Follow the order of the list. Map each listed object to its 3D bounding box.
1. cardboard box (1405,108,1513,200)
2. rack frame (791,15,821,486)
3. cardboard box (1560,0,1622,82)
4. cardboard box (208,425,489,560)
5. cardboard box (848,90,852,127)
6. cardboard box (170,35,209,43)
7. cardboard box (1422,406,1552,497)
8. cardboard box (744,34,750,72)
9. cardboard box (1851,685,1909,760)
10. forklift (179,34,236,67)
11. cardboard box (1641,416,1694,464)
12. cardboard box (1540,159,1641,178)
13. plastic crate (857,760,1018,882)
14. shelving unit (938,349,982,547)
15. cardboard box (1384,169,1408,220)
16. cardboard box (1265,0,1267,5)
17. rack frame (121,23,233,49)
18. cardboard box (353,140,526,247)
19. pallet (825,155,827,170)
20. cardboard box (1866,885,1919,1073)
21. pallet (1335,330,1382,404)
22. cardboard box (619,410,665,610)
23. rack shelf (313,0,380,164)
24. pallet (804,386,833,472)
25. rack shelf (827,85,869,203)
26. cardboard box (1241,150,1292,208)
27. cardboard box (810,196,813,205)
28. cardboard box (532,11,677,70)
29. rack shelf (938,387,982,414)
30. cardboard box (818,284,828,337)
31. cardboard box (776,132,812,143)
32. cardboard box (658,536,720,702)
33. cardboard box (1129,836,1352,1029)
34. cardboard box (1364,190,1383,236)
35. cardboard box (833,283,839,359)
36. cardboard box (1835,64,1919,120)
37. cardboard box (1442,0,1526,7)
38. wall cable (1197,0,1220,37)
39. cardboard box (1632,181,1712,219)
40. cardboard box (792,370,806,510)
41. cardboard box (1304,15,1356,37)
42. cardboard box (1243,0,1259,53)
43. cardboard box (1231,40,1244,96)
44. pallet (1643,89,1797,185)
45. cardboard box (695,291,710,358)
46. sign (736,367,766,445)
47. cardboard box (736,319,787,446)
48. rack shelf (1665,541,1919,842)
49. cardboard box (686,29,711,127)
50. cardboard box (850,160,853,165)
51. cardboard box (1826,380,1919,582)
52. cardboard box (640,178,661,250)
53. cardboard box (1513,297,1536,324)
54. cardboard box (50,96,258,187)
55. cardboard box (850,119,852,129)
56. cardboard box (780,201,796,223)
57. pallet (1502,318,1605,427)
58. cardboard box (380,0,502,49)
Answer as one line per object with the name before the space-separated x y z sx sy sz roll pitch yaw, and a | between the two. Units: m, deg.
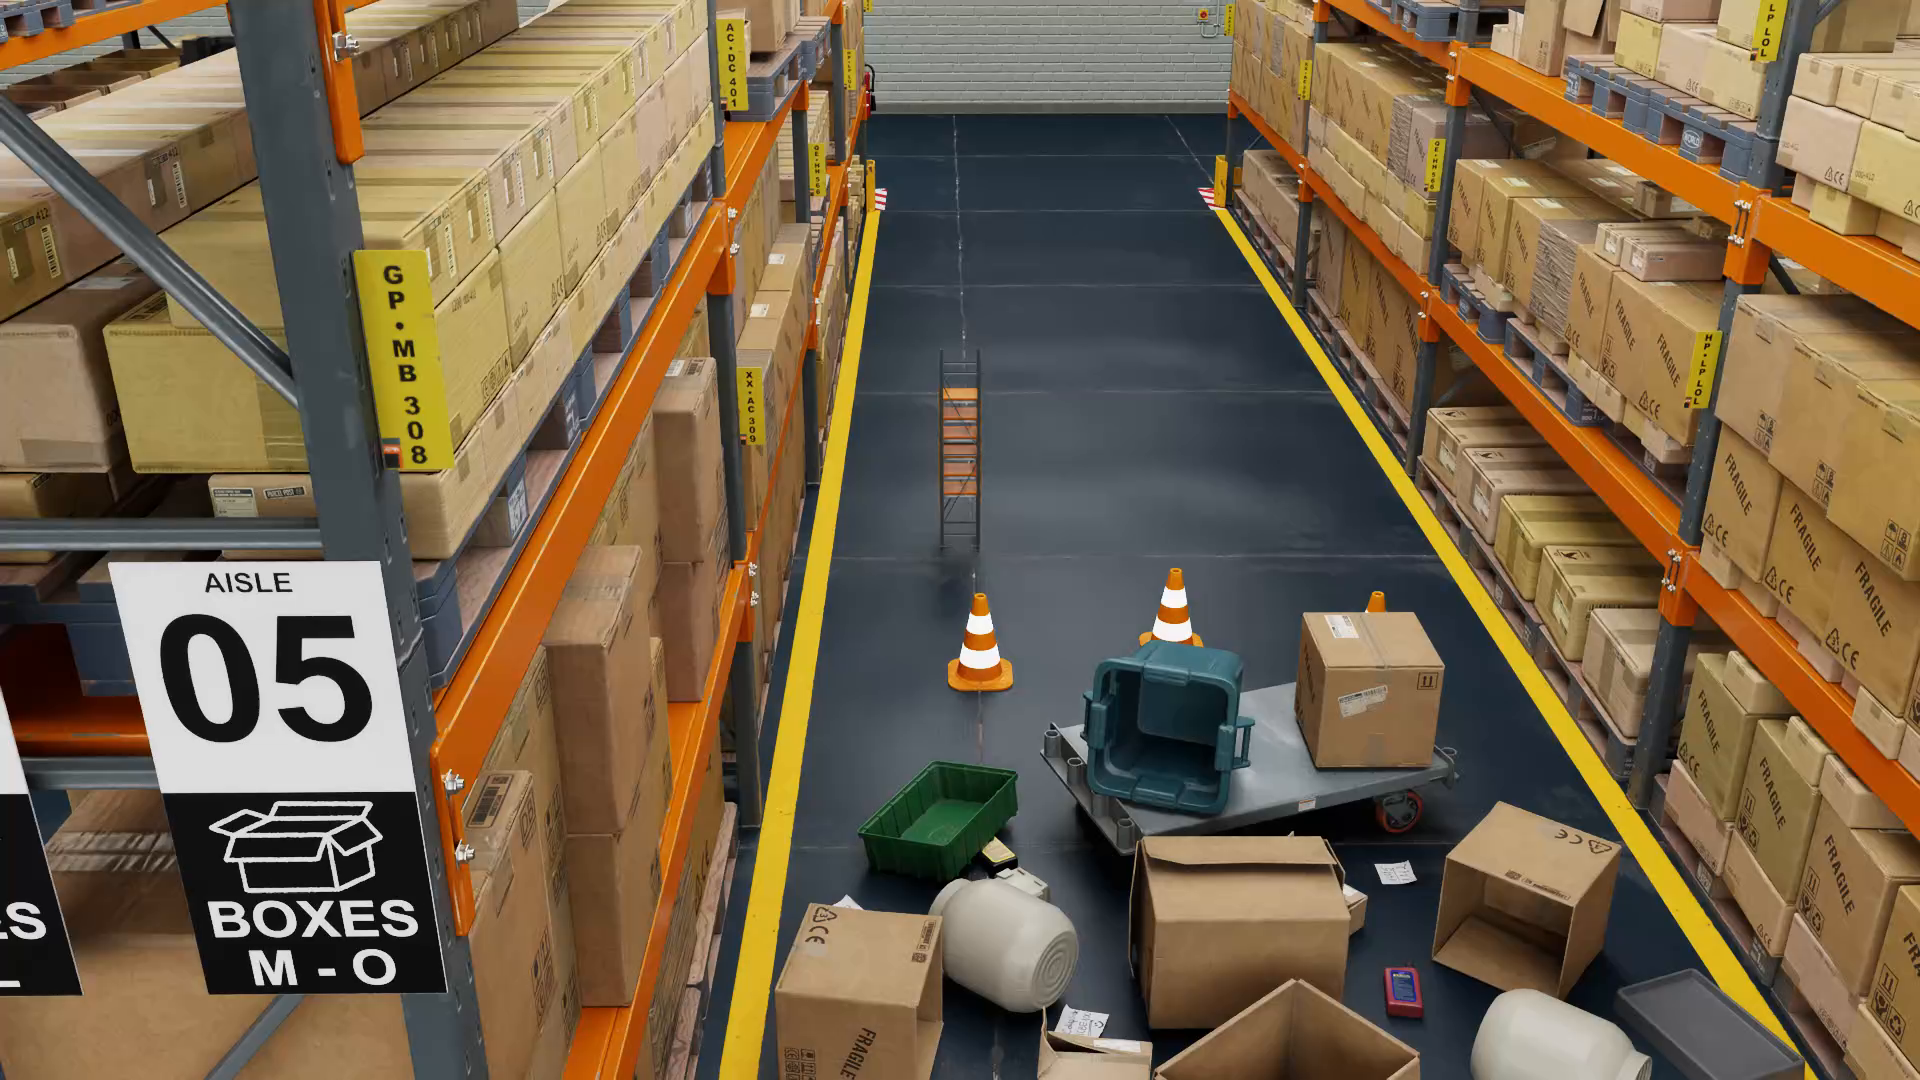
cardboard box | 3.248 -2.525 10.859 0.500 0.500 0.500 -1 24 -2
rack frame | -1.433 -1.748 10.476 1.000 3.000 0.127 0 24 -1
cardboard box | 3.560 -2.598 8.588 0.797 0.503 0.637 0 24 -1
cardboard box | -1.029 -0.084 2.829 0.380 0.149 0.250 0 24 0
cardboard box | -1.243 -3.987 14.943 0.500 0.500 0.500 0 24 -1
cardboard box | -6.712 -4.220 14.851 0.500 0.500 0.500 0 24 0
cardboard box | 3.511 -0.573 10.557 0.950 0.372 0.625 -2 24 -4
cardboard box | -1.145 -2.168 7.437 0.380 0.149 0.250 0 24 -1
cardboard box | 3.246 0.609 5.569 0.380 0.149 0.250 0 24 0
forklift | -4.037 -1.324 9.620 1.130 2.935 3.031 2 24 5
cardboard box | 3.277 -0.452 7.404 0.380 0.149 0.250 0 24 0
cardboard box | 3.798 -1.999 10.037 0.500 0.500 0.500 -1 24 -2
plastic crate | -0.078 1.221 7.254 0.450 0.188 0.662 3 22 31
shelving unit | 0.000 -0.541 9.990 0.258 1.200 0.189 0 24 -1
cardboard box | 3.247 -2.381 11.451 0.500 0.250 0.500 -1 24 -2
cardboard box | 3.154 -5.223 16.037 0.380 0.149 0.250 0 24 0
rack frame | -6.438 -3.416 14.163 1.000 3.000 0.127 0 24 -1
cardboard box | -1.036 -0.652 3.118 0.380 0.149 0.250 -1 24 -1
pallet | -1.614 -2.994 13.462 1.003 0.211 1.213 0 24 -1
cardboard box | 3.325 1.452 5.317 0.500 0.500 0.500 -1 24 -2
pallet | 3.572 -1.368 13.020 1.003 0.211 1.213 0 24 -1
cardboard box | -1.429 -0.059 5.248 0.875 0.550 0.550 0 24 -1
rack shelf | -1.368 -1.499 4.004 1.077 0.370 4.000 0 24 -1
pallet | -1.440 -0.800 11.762 1.003 0.211 1.213 0 24 -1
rack shelf | -1.499 -3.893 16.091 1.077 0.370 4.000 0 24 -1
cardboard box | 3.535 -3.861 17.747 0.875 0.438 0.875 -1 24 -2
cardboard box | -1.252 -2.453 11.829 0.380 0.149 0.250 1 24 1
cardboard box | -1.060 -1.493 4.977 0.380 0.149 0.250 0 24 0
rack shelf | 0.000 -0.828 9.860 0.258 0.103 0.180 0 24 -1
cardboard box | -1.204 -1.637 11.843 0.500 0.250 0.500 -1 24 -1
cardboard box | -1.261 -2.829 11.939 0.380 0.149 0.250 0 24 1
cardboard box | -1.345 0.210 5.964 0.875 0.550 0.550 0 24 -1
cardboard box | 1.033 1.462 6.242 0.797 0.637 0.503 0 24 -1
cardboard box | 3.239 -2.369 12.030 0.500 0.250 0.500 0 24 -1
cardboard box | -1.211 -1.722 12.942 0.500 0.500 0.500 -1 24 -2
cardboard box | 3.268 -1.541 5.715 0.380 0.149 0.250 0 24 1
cardboard box | 3.360 -3.572 10.233 0.797 0.503 0.637 -2 24 -4
wall cable | 3.343 -7.909 22.827 0.585 1.953 0.123 0 24 -1
cardboard box | 3.815 -1.807 8.827 0.380 0.149 0.250 -1 24 -3
cardboard box | -1.517 -0.663 10.297 1.050 0.750 0.750 -1 24 -1
cardboard box | 3.150 -4.383 14.179 0.380 0.149 0.250 -1 24 -2
cardboard box | 3.161 -5.198 16.768 0.500 0.500 0.500 -1 24 -2
cardboard box | 3.146 -4.955 17.445 0.500 0.500 0.500 0 24 -1
pallet | 3.659 -1.700 6.957 1.213 0.211 1.003 0 24 -1
cardboard box | -1.401 -0.806 7.057 0.700 0.500 0.500 -1 24 -1
sign | -0.835 -0.534 6.644 0.100 0.325 0.005 0 24 -1
cardboard box | -1.136 -0.778 8.208 0.500 0.500 0.500 0 24 -1
rack shelf | 3.581 0.988 5.299 1.077 0.370 4.000 0 24 -1
cardboard box | -1.128 -1.569 5.630 0.500 0.250 0.500 -1 24 -1
cardboard box | -1.316 -3.888 17.434 0.380 0.149 0.250 0 24 0
cardboard box | 3.309 -0.201 5.358 0.700 0.500 0.500 -1 24 -2
cardboard box | -1.050 -0.916 4.669 0.380 0.149 0.250 0 24 -1
cardboard box | 3.322 -1.312 9.307 0.380 0.149 0.250 1 24 3
cardboard box | -1.699 -0.860 3.577 0.380 0.149 0.250 0 24 0
cardboard box | -1.216 -3.943 15.633 0.380 0.149 0.250 1 24 2
cardboard box | -1.238 -2.161 10.822 0.380 0.149 0.250 1 24 2
pallet | 3.578 -0.909 8.853 1.003 0.211 1.213 0 24 -1
cardboard box | -1.722 -1.696 5.426 0.380 0.149 0.250 0 24 -1
